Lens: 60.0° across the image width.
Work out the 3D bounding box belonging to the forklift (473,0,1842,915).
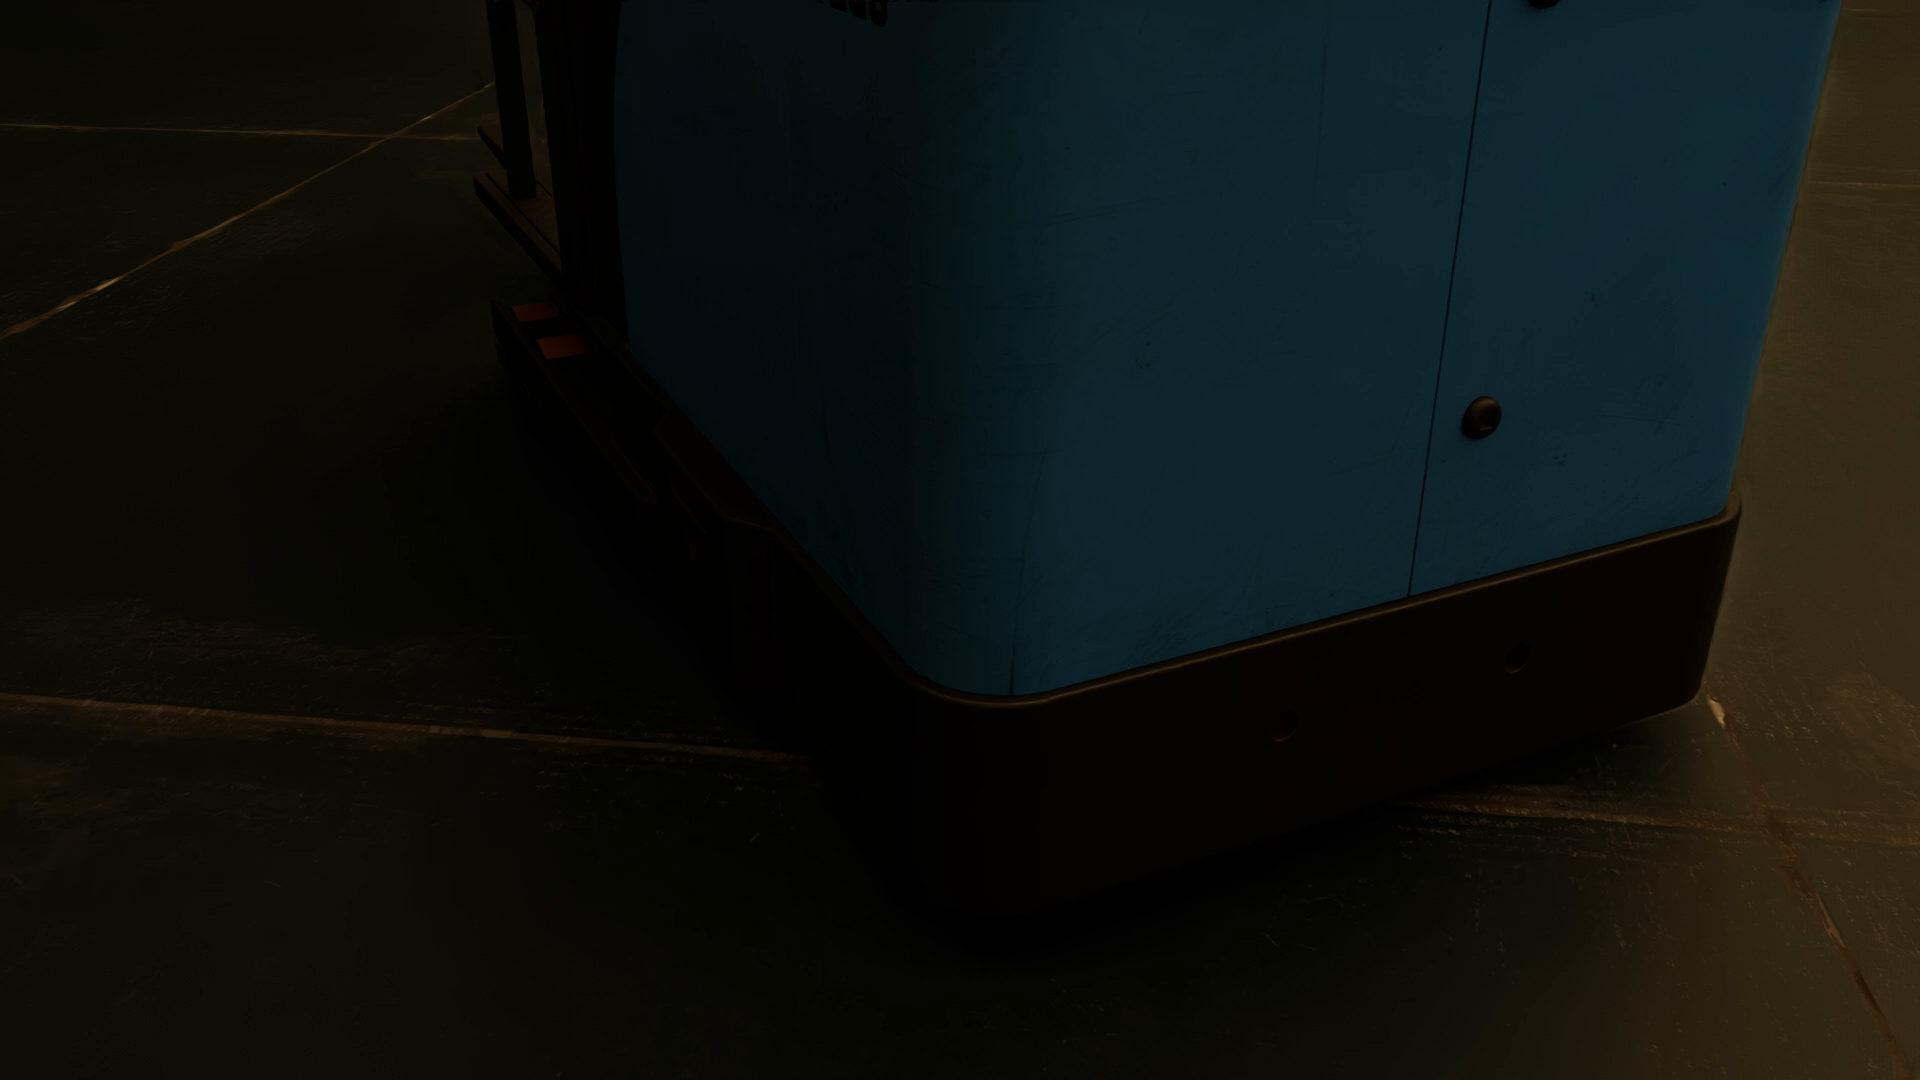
[{"bbox_3d":[-0.199,-1.577,2.379,1.130,2.935,3.031,-12,29,-23],"label":"forklift"}]
